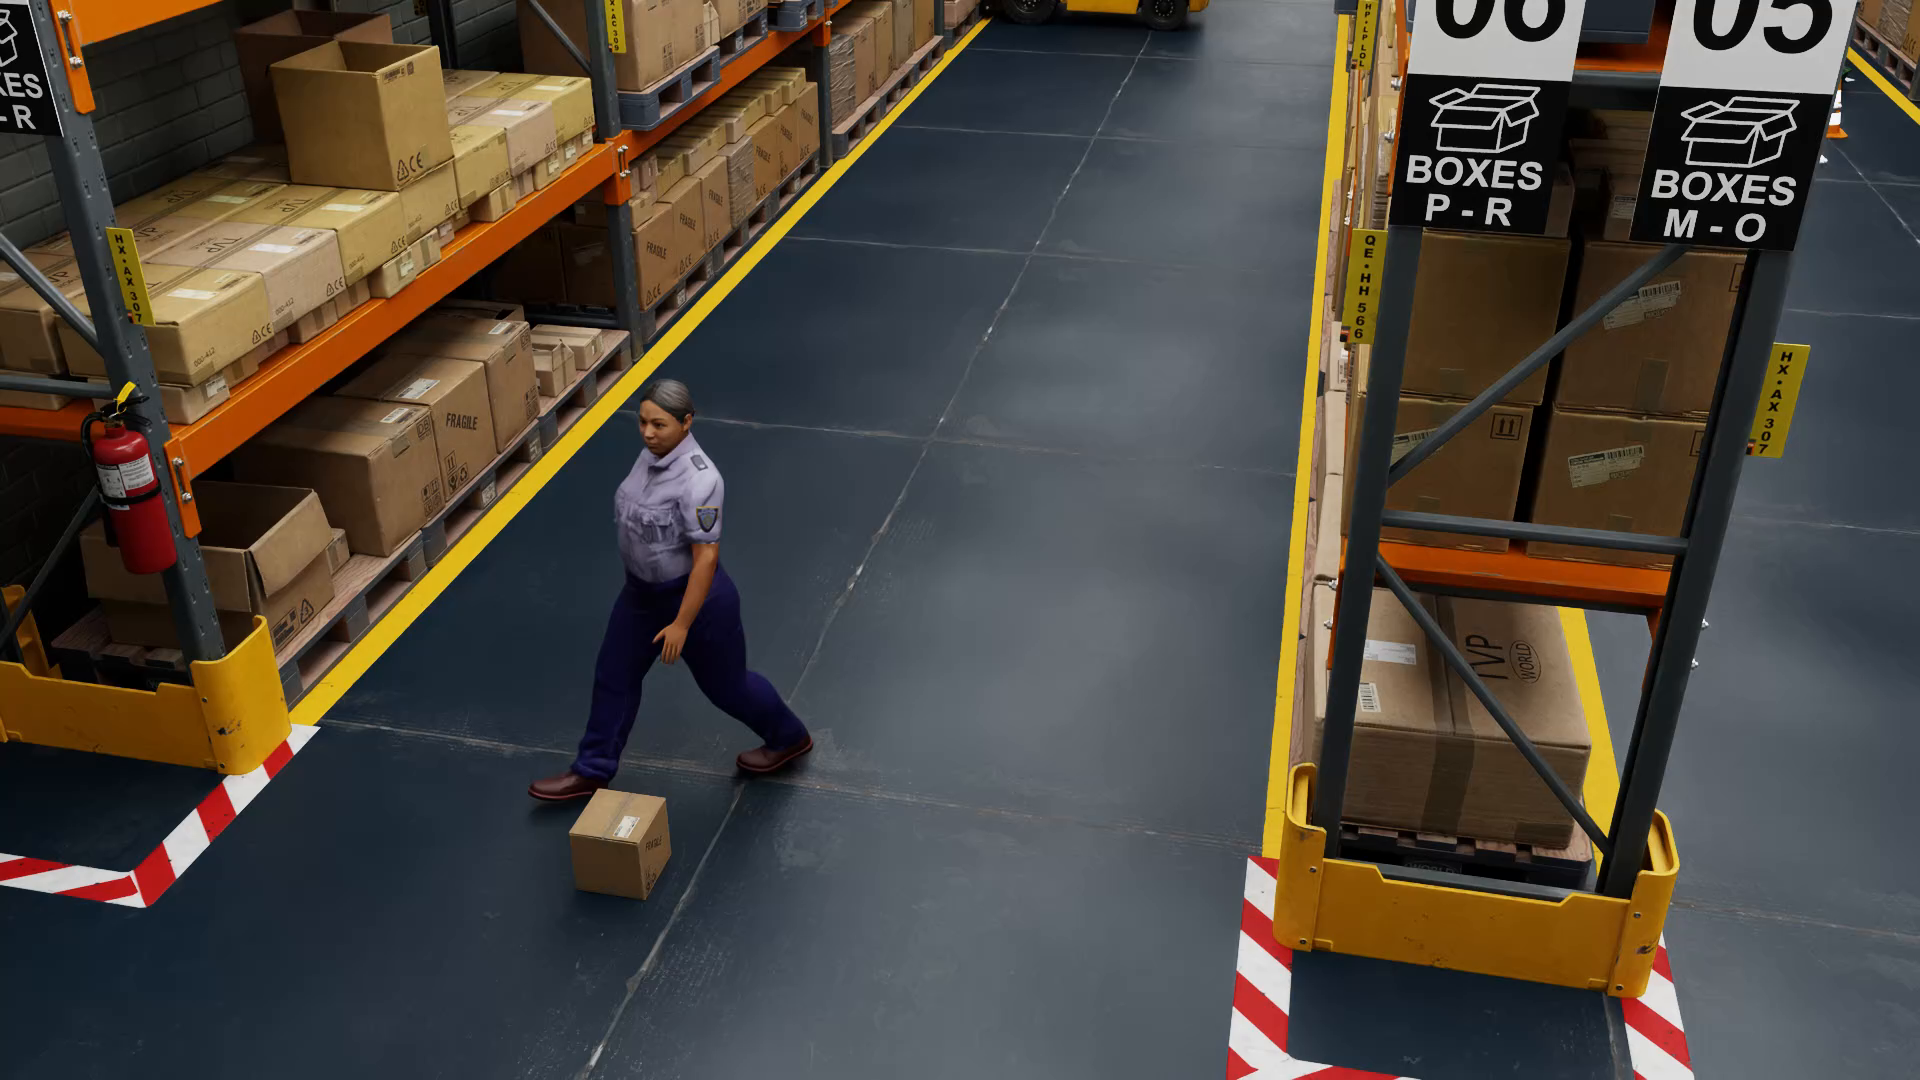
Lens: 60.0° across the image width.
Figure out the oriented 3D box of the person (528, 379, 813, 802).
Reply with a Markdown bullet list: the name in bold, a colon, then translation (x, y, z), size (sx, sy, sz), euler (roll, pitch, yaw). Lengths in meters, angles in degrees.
- **person**: translation (-1.050, 0.215, 5.787), size (0.999, 1.585, 0.503), euler (-22, 36, -34)
